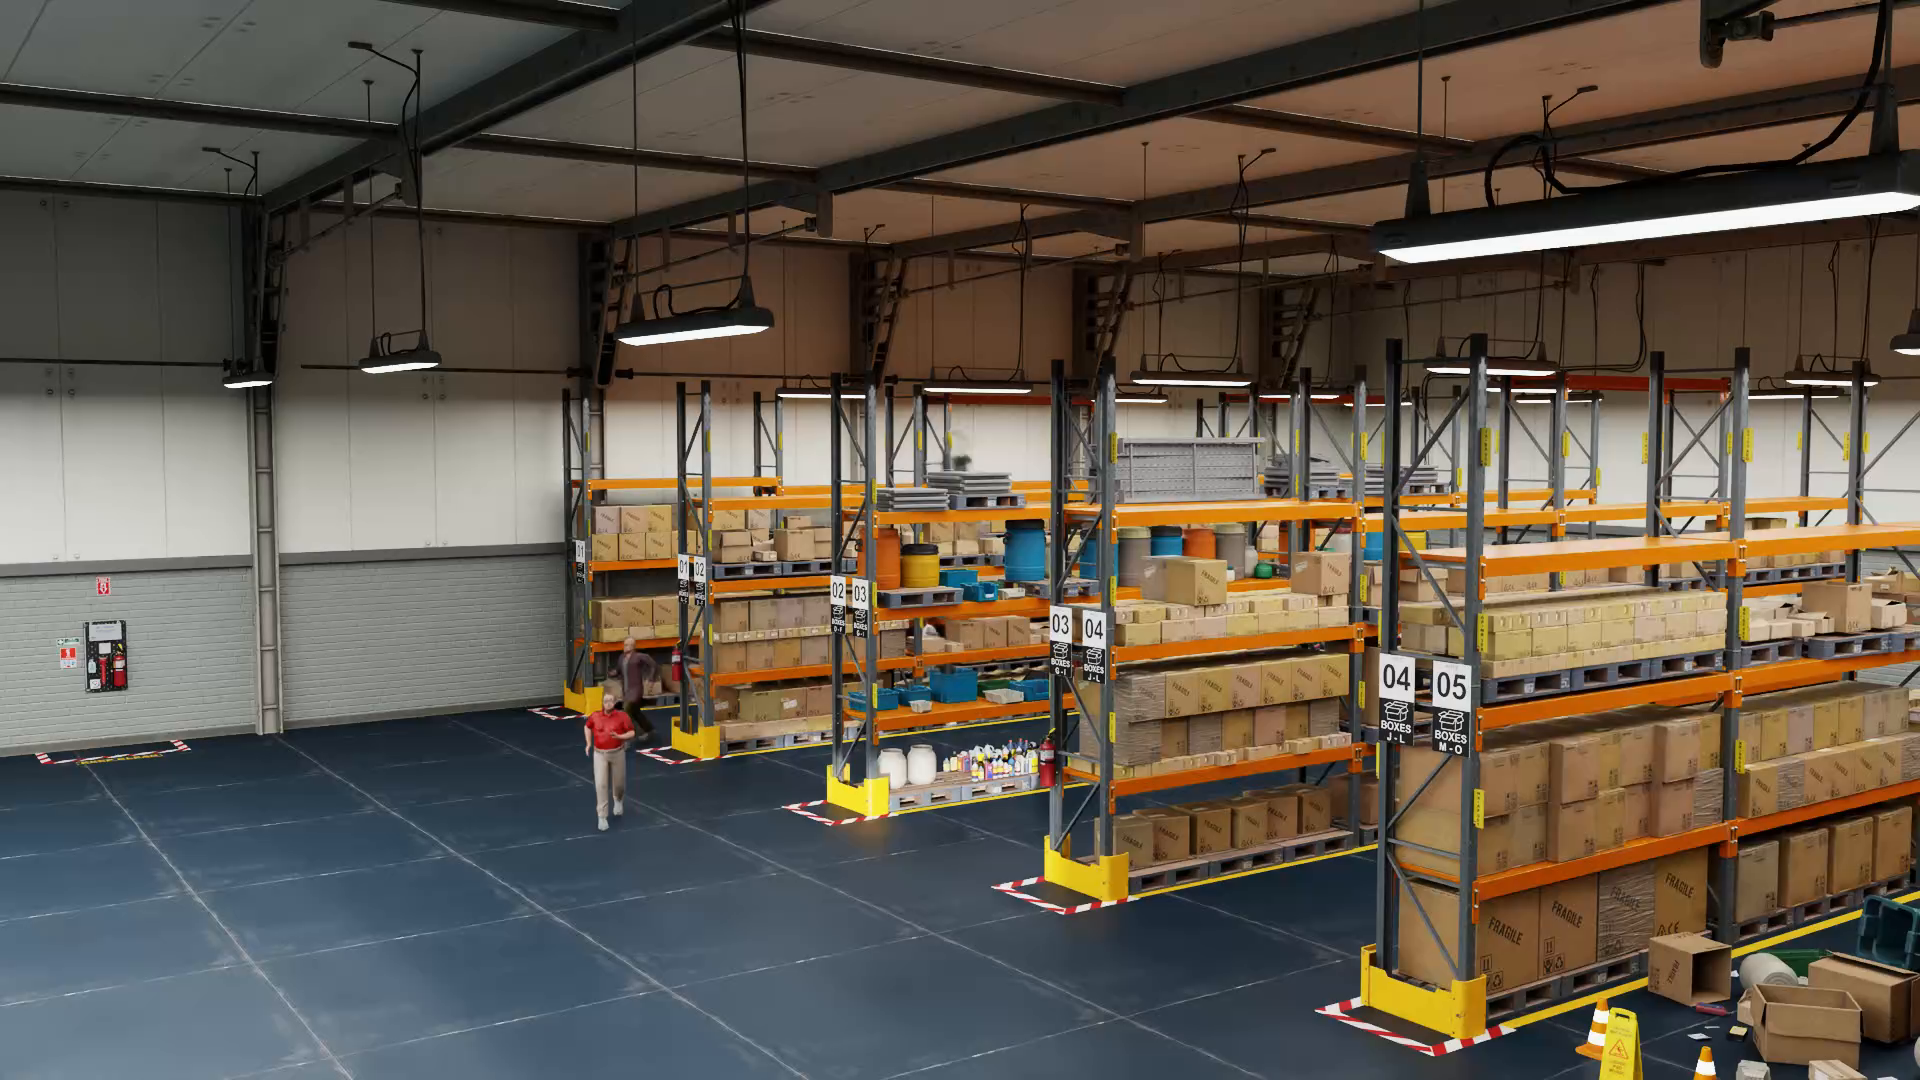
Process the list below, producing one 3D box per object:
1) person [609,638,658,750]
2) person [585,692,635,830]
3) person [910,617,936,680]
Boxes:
[{"bbox_3d":[-5.390,2.570,27.545,0.735,1.736,0.902,3,5,41],"label":"person"},{"bbox_3d":[-4.623,2.872,21.941,0.661,1.721,0.964,-1,4,-10],"label":"person"},{"bbox_3d":[-0.698,2.210,31.827,0.663,1.766,0.997,3,5,43],"label":"person"}]
